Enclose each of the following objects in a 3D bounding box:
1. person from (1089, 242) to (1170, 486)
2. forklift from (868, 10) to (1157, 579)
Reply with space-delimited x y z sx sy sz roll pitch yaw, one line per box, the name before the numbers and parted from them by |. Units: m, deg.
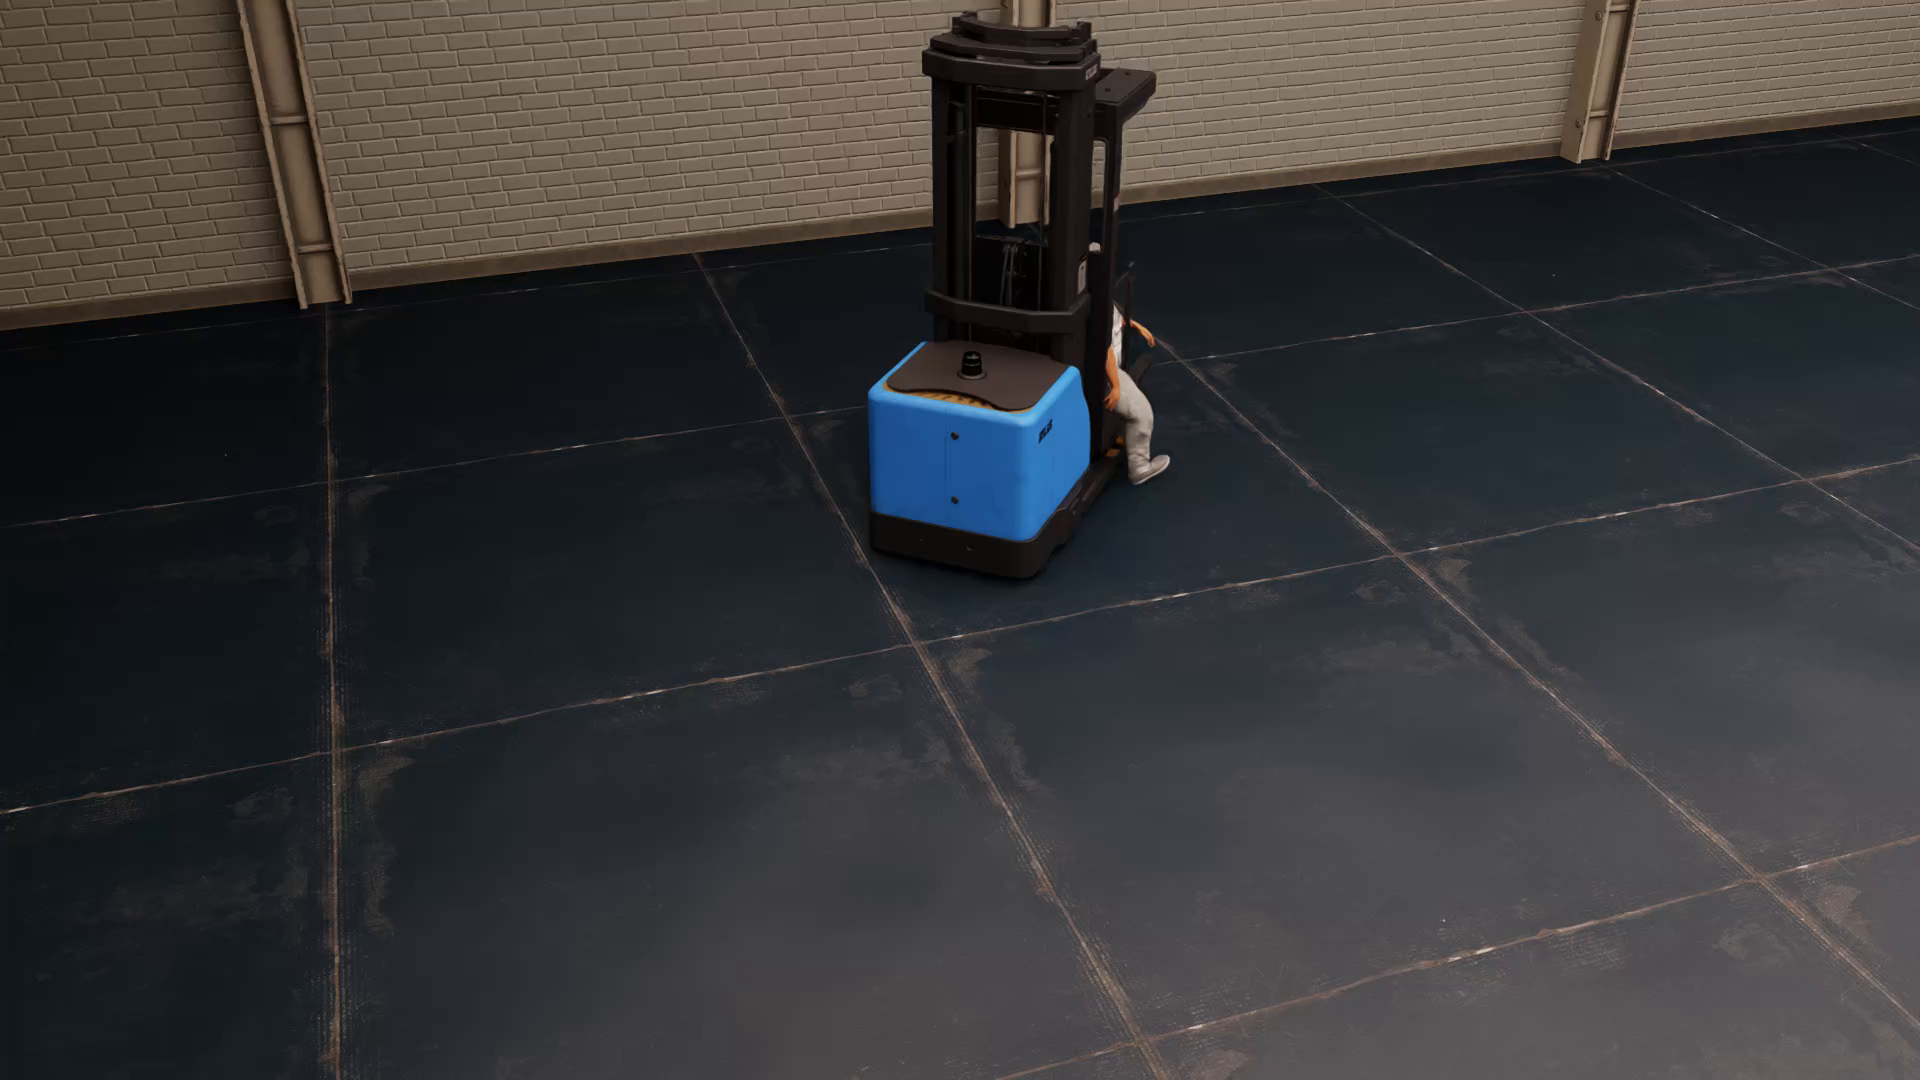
person | 0.880 -1.064 10.335 0.859 1.568 0.675 -13 32 -21
forklift | 0.497 -1.768 10.160 1.130 2.935 3.031 12 32 19
